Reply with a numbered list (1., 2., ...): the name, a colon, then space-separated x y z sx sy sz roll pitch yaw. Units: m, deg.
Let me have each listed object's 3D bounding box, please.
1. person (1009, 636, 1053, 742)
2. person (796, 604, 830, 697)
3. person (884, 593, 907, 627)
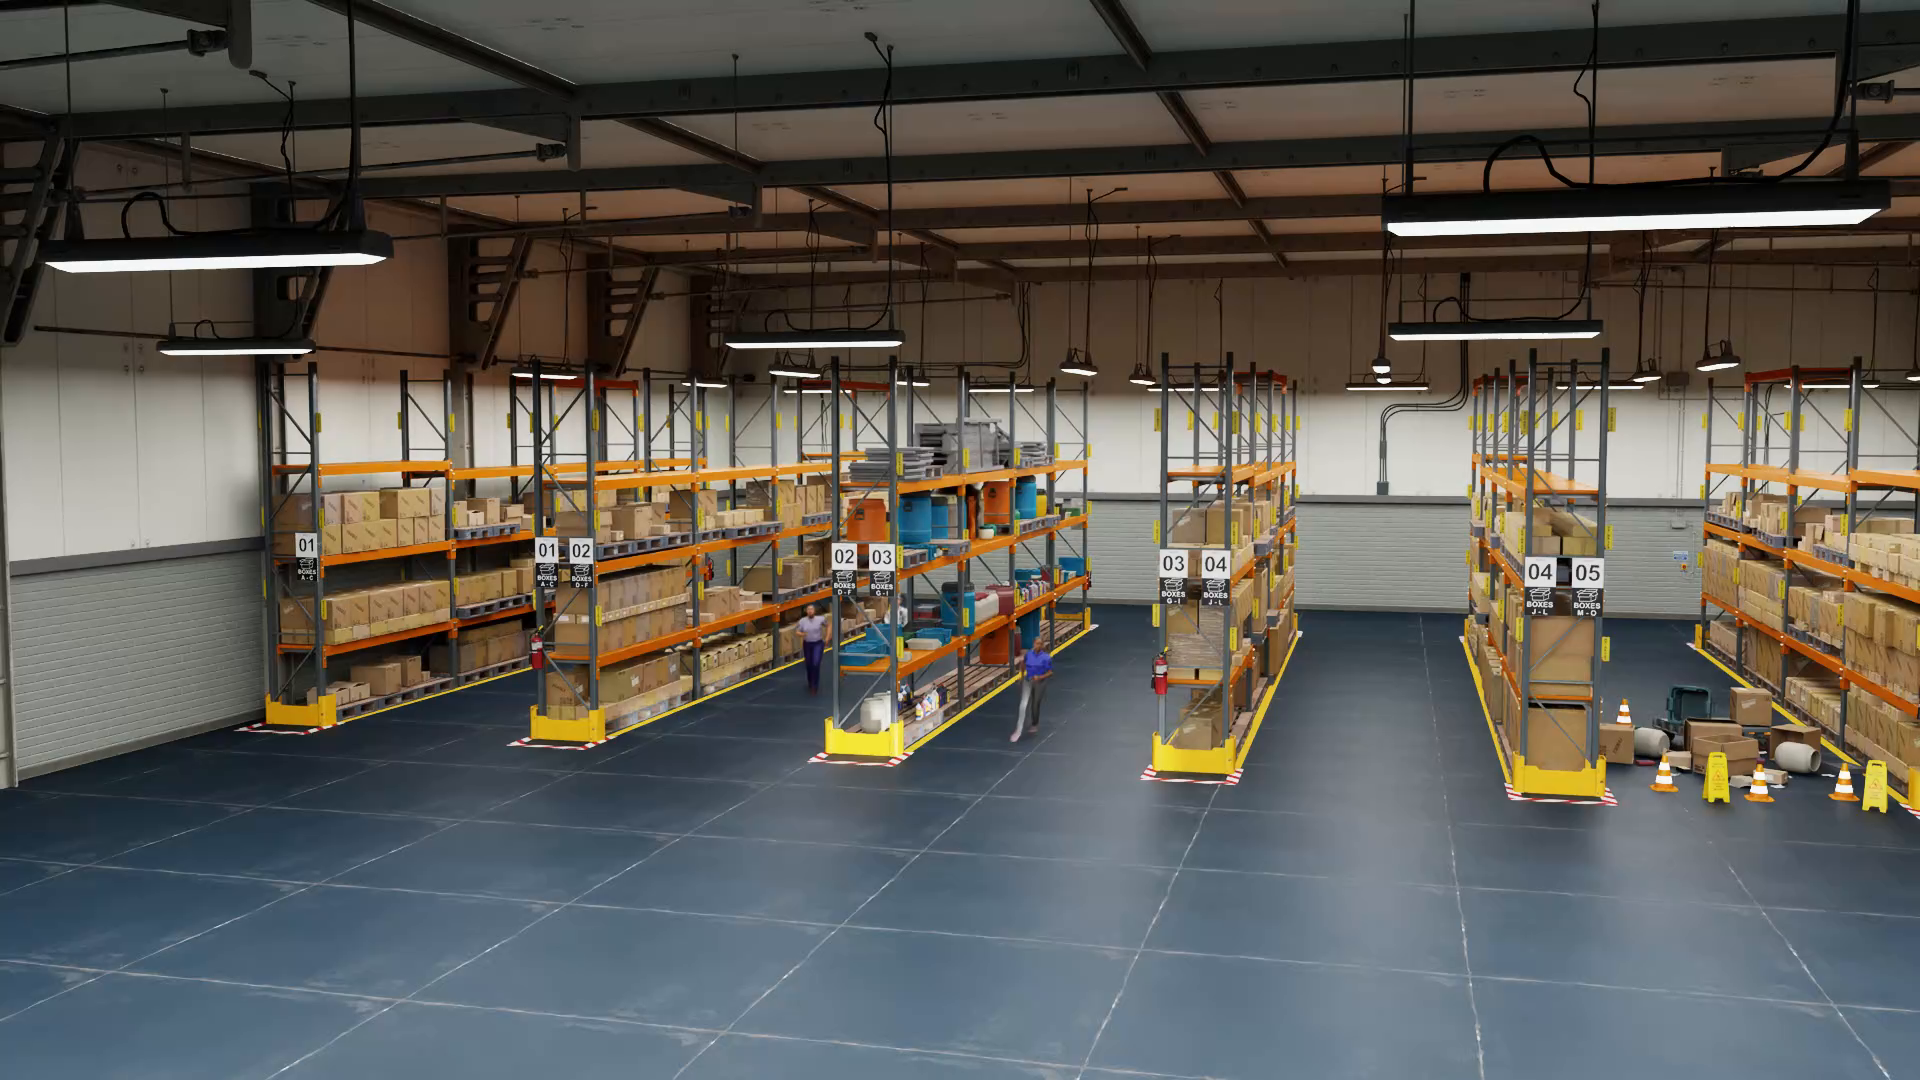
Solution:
1. person: 1.164 2.322 26.281 0.639 1.638 0.836 1 4 13
2. person: -2.722 2.023 30.870 0.593 1.677 0.902 1 4 8
3. person: -1.264 1.856 32.690 0.603 1.658 0.612 1 4 14
